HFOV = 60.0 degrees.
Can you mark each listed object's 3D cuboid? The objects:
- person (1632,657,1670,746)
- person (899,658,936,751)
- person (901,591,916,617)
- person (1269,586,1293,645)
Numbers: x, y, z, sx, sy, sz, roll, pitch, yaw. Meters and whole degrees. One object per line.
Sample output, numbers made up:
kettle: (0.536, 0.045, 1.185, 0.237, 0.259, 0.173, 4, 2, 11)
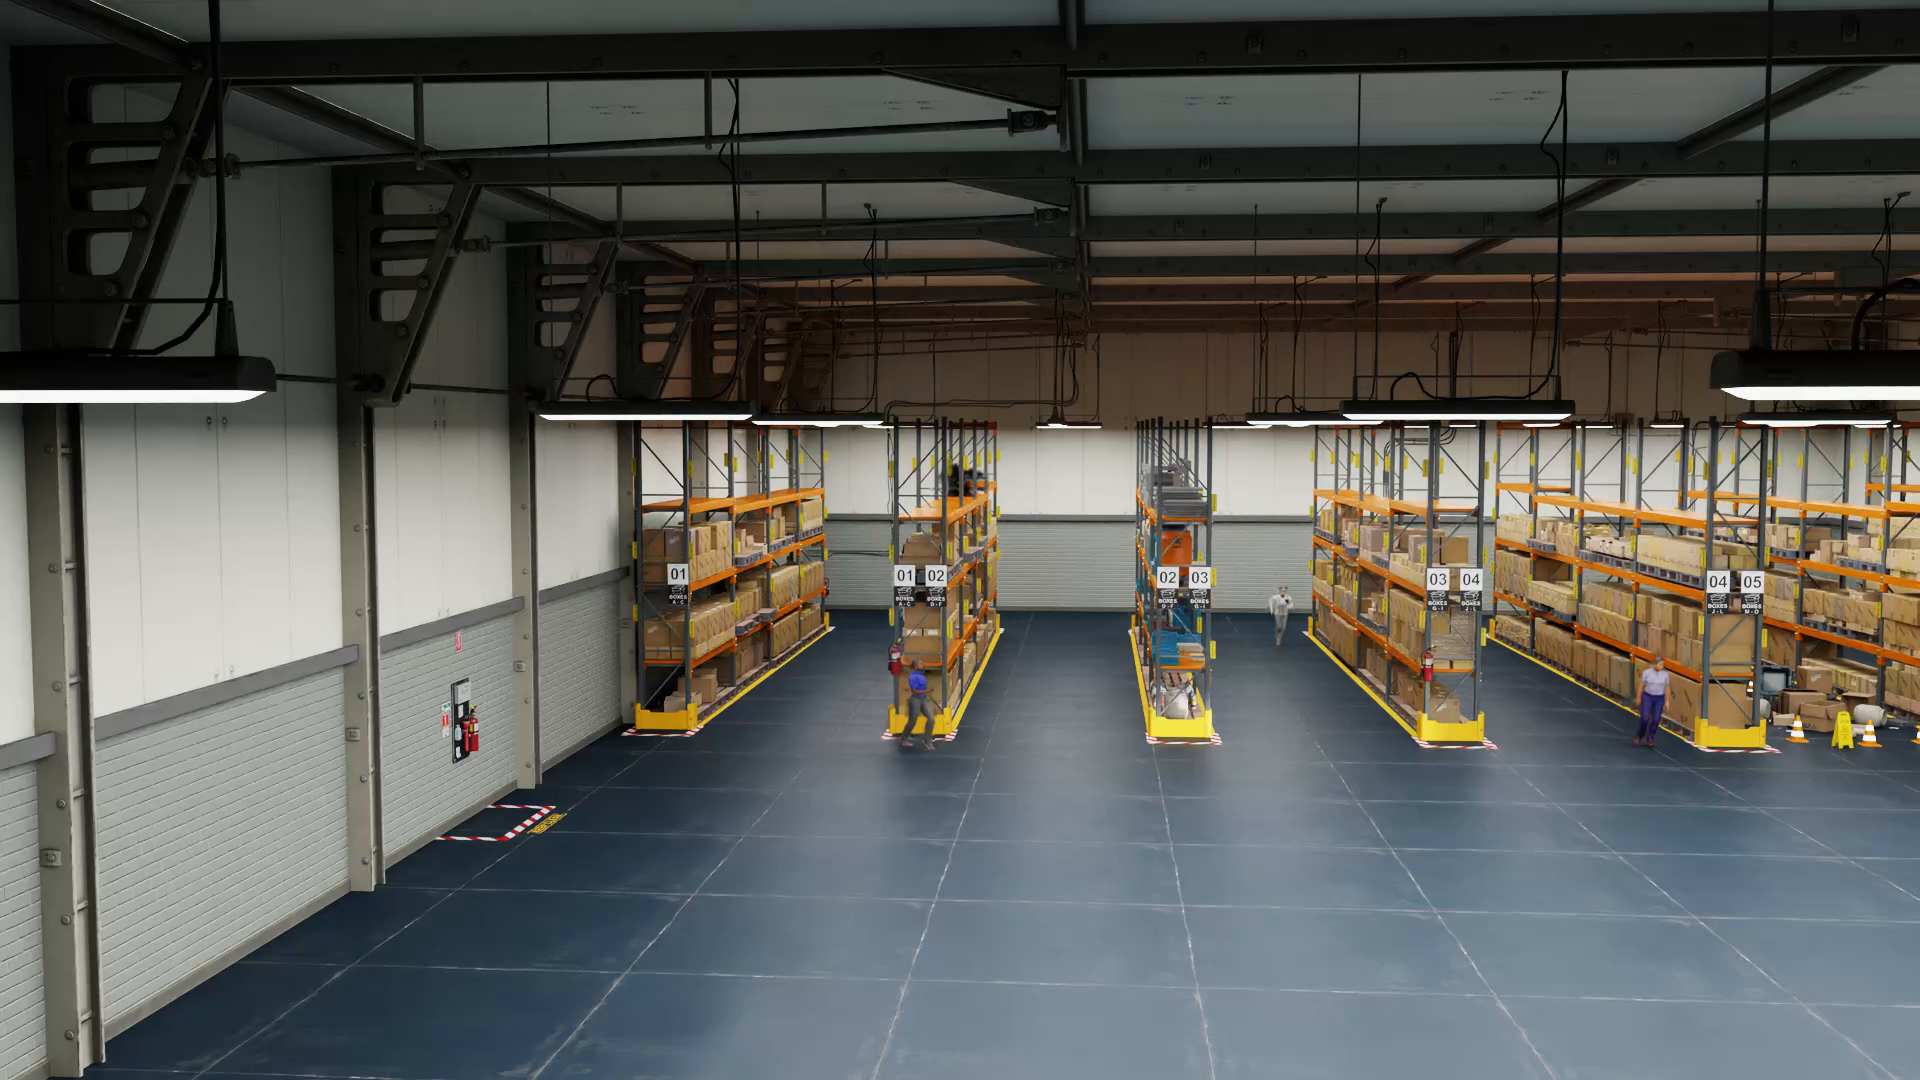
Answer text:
person: (12.536, 2.925, 30.134, 0.615, 1.619, 0.410, 0, 4, 6)
person: (-0.781, 2.960, 29.784, 0.733, 1.721, 0.515, 3, 5, 35)
person: (-1.269, 1.580, 49.960, 0.945, 1.838, 0.734, 3, 5, 37)
person: (8.588, 2.024, 44.409, 0.591, 1.613, 0.663, 0, 4, -3)
